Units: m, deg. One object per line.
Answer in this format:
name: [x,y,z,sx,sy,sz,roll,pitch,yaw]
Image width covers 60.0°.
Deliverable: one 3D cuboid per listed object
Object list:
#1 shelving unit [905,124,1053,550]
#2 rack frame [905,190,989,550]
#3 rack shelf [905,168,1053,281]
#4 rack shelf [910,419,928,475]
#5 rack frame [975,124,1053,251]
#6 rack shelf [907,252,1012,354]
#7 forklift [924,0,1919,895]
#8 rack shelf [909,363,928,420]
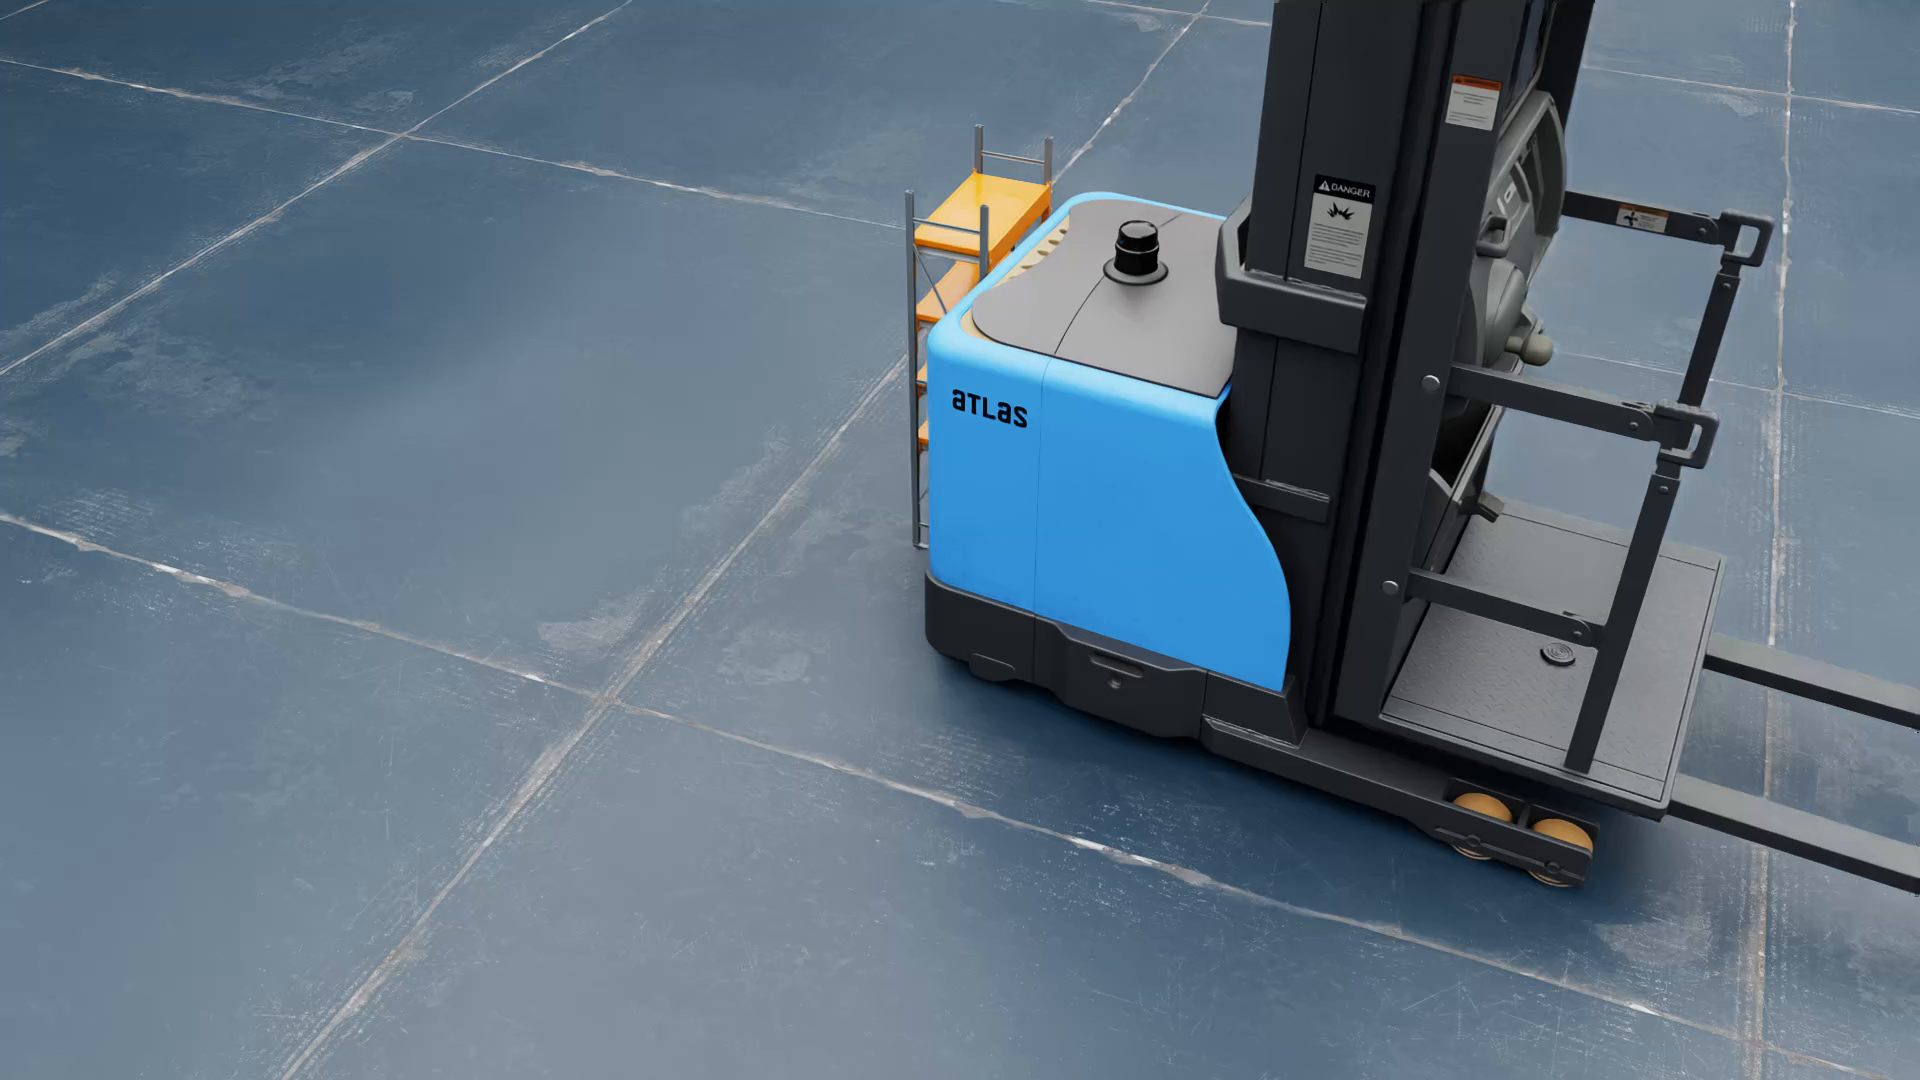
shelving unit: [0.061,-0.573,5.014,0.258,1.200,0.503,14,39,18]
rack frame: [-0.035,-0.439,4.835,0.240,1.200,0.015,14,39,18]
rack shelf: [0.061,-0.888,4.779,0.258,0.148,0.480,14,39,18]
rack shelf: [0.061,-0.360,5.174,0.258,0.148,0.480,14,39,18]
rack frame: [0.157,-0.707,5.194,0.240,1.200,0.015,14,39,18]
rack shelf: [0.061,-0.698,4.921,0.258,0.148,0.480,14,39,18]
forklift: [1.450,-0.685,3.718,3.031,2.935,1.130,17,40,22]
rack shelf: [0.061,-0.519,5.055,0.258,0.148,0.480,14,39,18]
